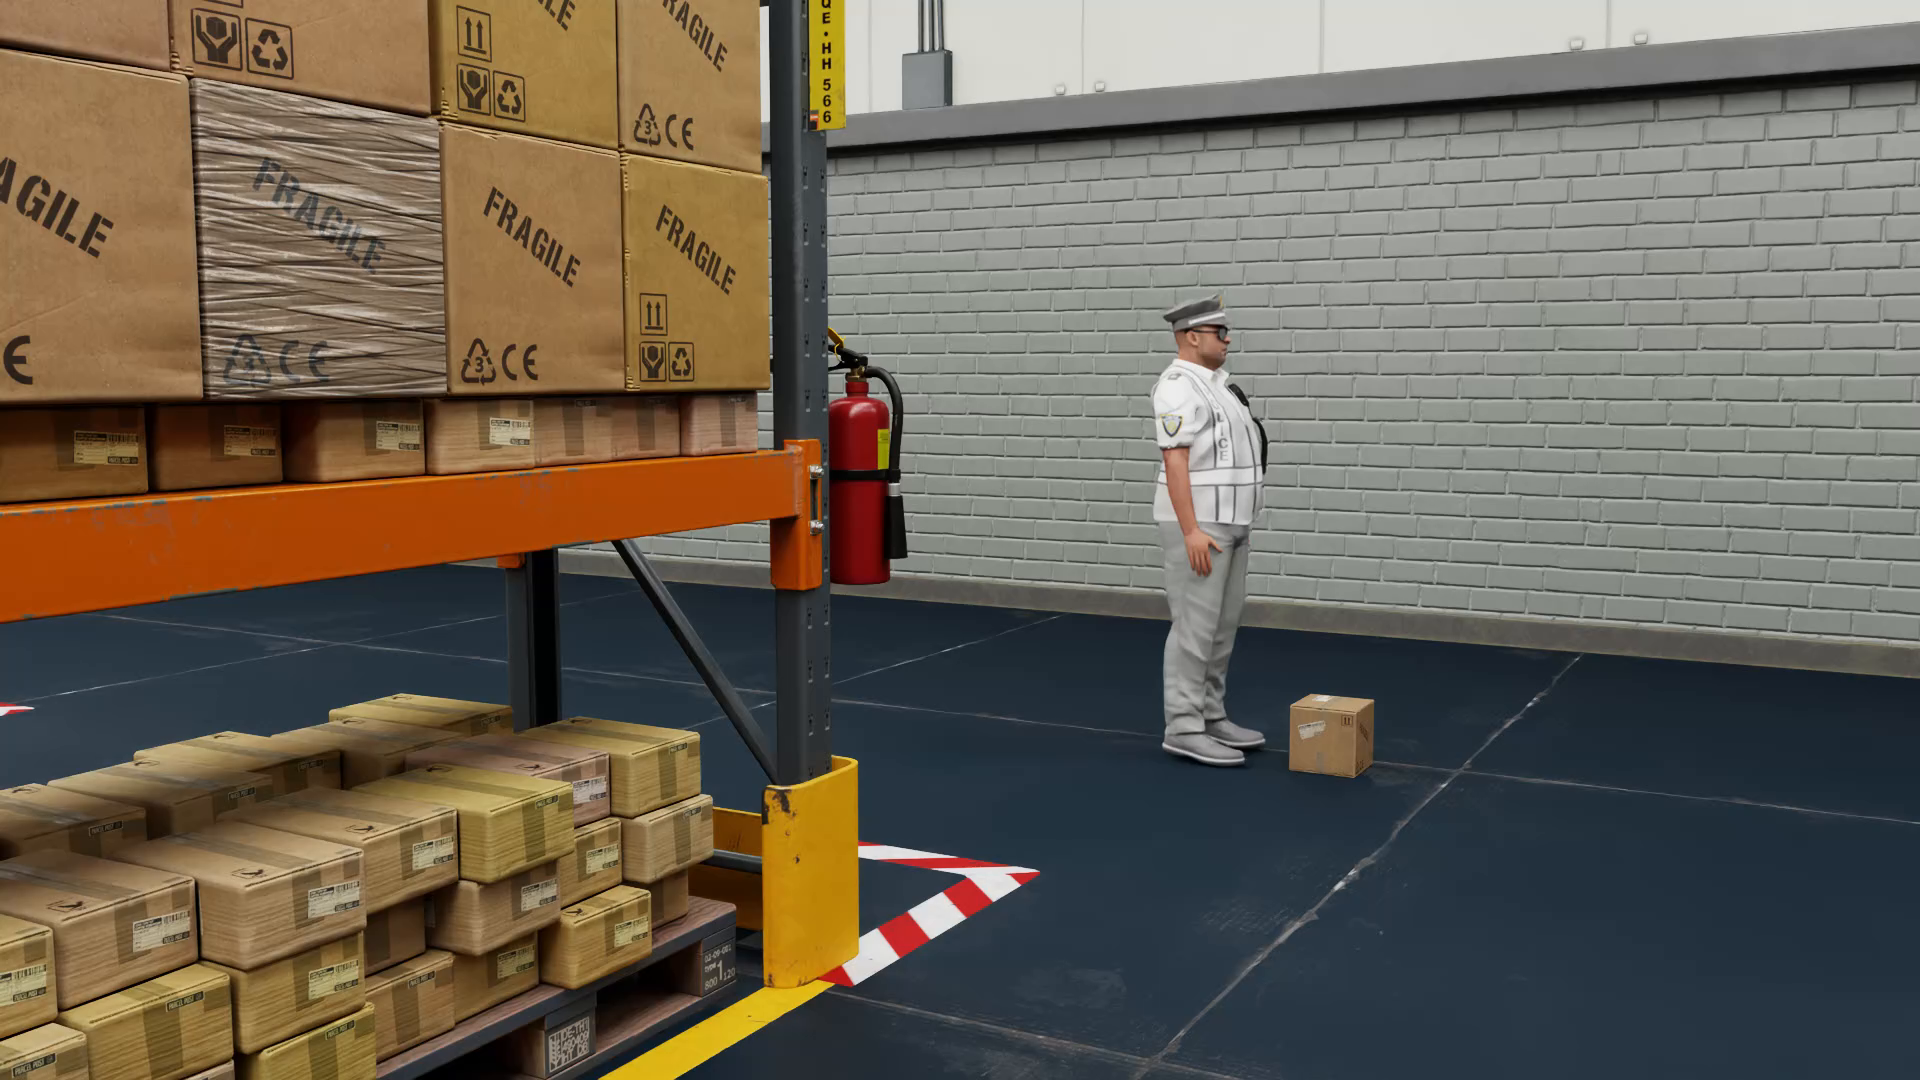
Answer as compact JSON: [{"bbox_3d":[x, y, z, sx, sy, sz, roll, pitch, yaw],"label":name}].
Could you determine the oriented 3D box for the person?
[{"bbox_3d":[0.969,-0.055,6.428,0.403,1.785,0.536,3,7,29],"label":"person"}]
